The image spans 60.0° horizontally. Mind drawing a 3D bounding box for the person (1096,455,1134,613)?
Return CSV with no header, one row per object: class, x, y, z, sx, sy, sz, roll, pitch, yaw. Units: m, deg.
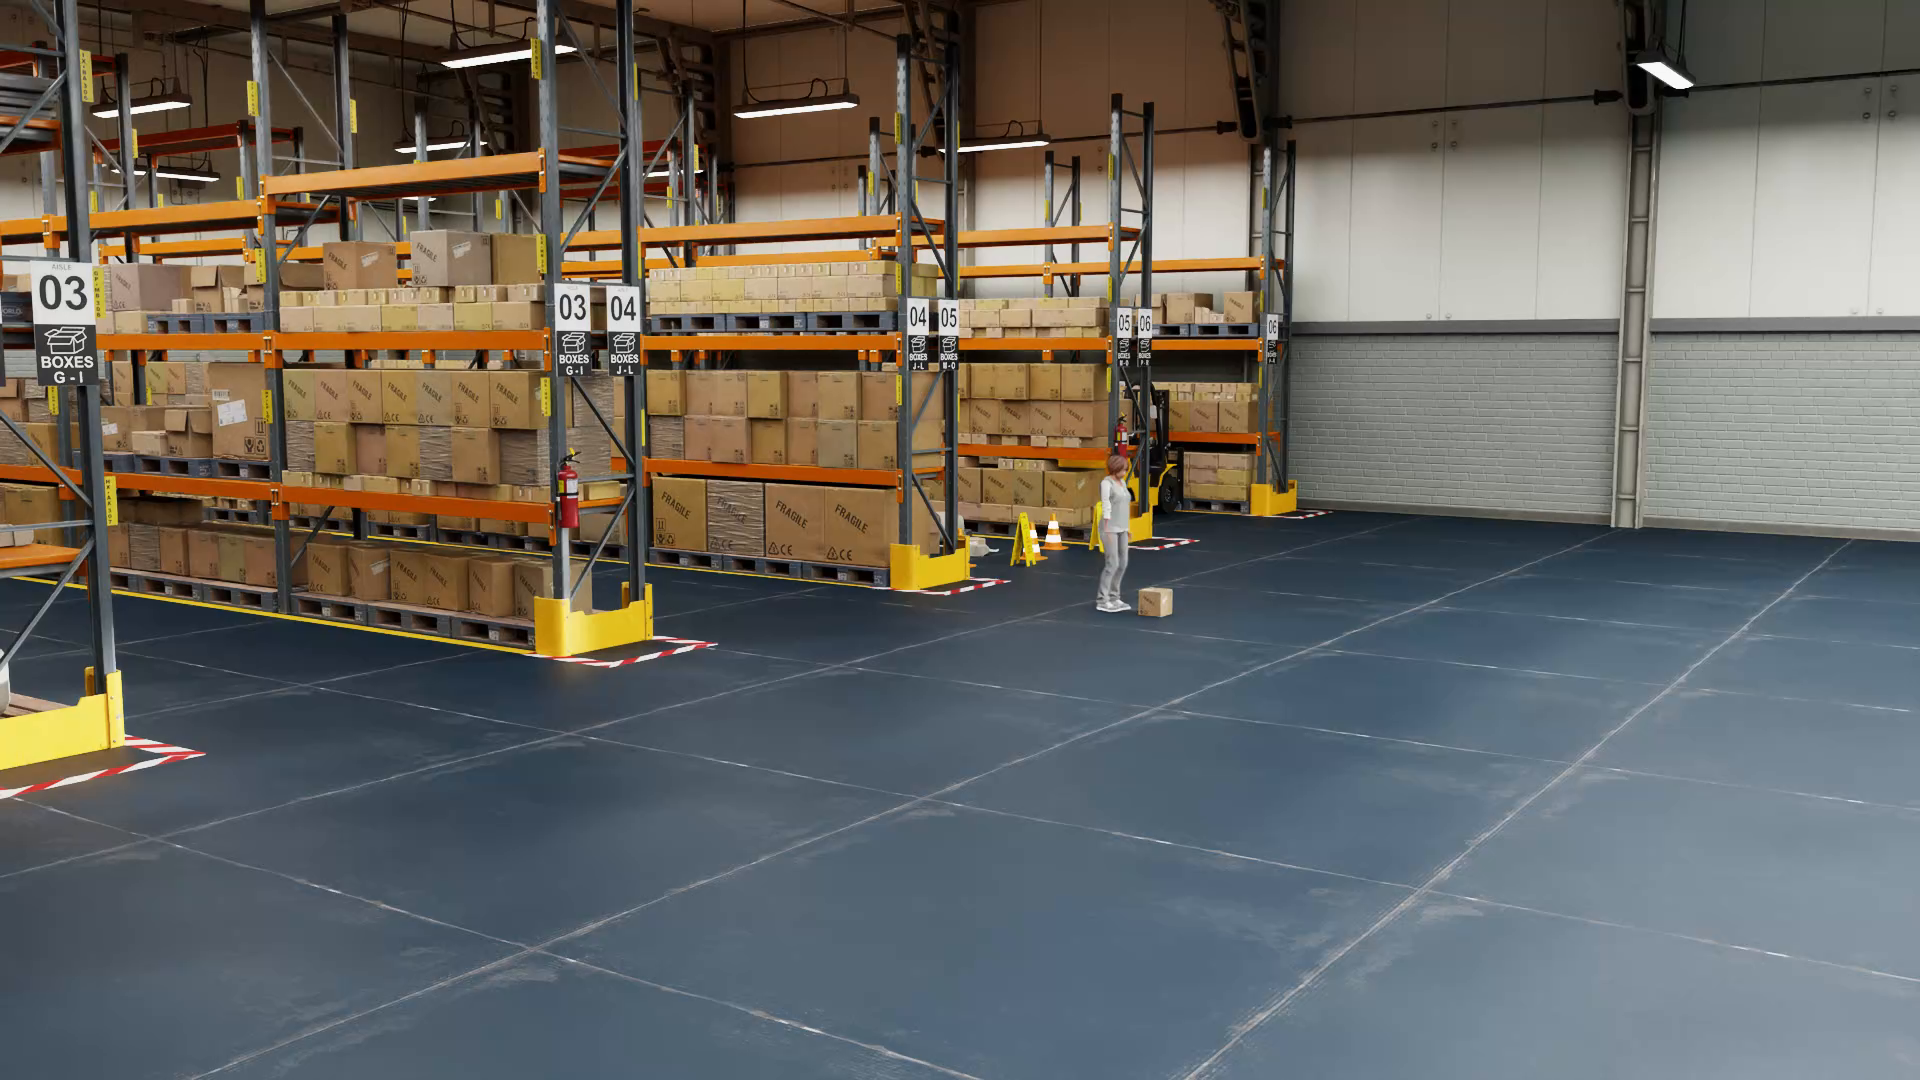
person,1.569,-0.073,16.885,0.300,1.592,0.409,5,8,35
